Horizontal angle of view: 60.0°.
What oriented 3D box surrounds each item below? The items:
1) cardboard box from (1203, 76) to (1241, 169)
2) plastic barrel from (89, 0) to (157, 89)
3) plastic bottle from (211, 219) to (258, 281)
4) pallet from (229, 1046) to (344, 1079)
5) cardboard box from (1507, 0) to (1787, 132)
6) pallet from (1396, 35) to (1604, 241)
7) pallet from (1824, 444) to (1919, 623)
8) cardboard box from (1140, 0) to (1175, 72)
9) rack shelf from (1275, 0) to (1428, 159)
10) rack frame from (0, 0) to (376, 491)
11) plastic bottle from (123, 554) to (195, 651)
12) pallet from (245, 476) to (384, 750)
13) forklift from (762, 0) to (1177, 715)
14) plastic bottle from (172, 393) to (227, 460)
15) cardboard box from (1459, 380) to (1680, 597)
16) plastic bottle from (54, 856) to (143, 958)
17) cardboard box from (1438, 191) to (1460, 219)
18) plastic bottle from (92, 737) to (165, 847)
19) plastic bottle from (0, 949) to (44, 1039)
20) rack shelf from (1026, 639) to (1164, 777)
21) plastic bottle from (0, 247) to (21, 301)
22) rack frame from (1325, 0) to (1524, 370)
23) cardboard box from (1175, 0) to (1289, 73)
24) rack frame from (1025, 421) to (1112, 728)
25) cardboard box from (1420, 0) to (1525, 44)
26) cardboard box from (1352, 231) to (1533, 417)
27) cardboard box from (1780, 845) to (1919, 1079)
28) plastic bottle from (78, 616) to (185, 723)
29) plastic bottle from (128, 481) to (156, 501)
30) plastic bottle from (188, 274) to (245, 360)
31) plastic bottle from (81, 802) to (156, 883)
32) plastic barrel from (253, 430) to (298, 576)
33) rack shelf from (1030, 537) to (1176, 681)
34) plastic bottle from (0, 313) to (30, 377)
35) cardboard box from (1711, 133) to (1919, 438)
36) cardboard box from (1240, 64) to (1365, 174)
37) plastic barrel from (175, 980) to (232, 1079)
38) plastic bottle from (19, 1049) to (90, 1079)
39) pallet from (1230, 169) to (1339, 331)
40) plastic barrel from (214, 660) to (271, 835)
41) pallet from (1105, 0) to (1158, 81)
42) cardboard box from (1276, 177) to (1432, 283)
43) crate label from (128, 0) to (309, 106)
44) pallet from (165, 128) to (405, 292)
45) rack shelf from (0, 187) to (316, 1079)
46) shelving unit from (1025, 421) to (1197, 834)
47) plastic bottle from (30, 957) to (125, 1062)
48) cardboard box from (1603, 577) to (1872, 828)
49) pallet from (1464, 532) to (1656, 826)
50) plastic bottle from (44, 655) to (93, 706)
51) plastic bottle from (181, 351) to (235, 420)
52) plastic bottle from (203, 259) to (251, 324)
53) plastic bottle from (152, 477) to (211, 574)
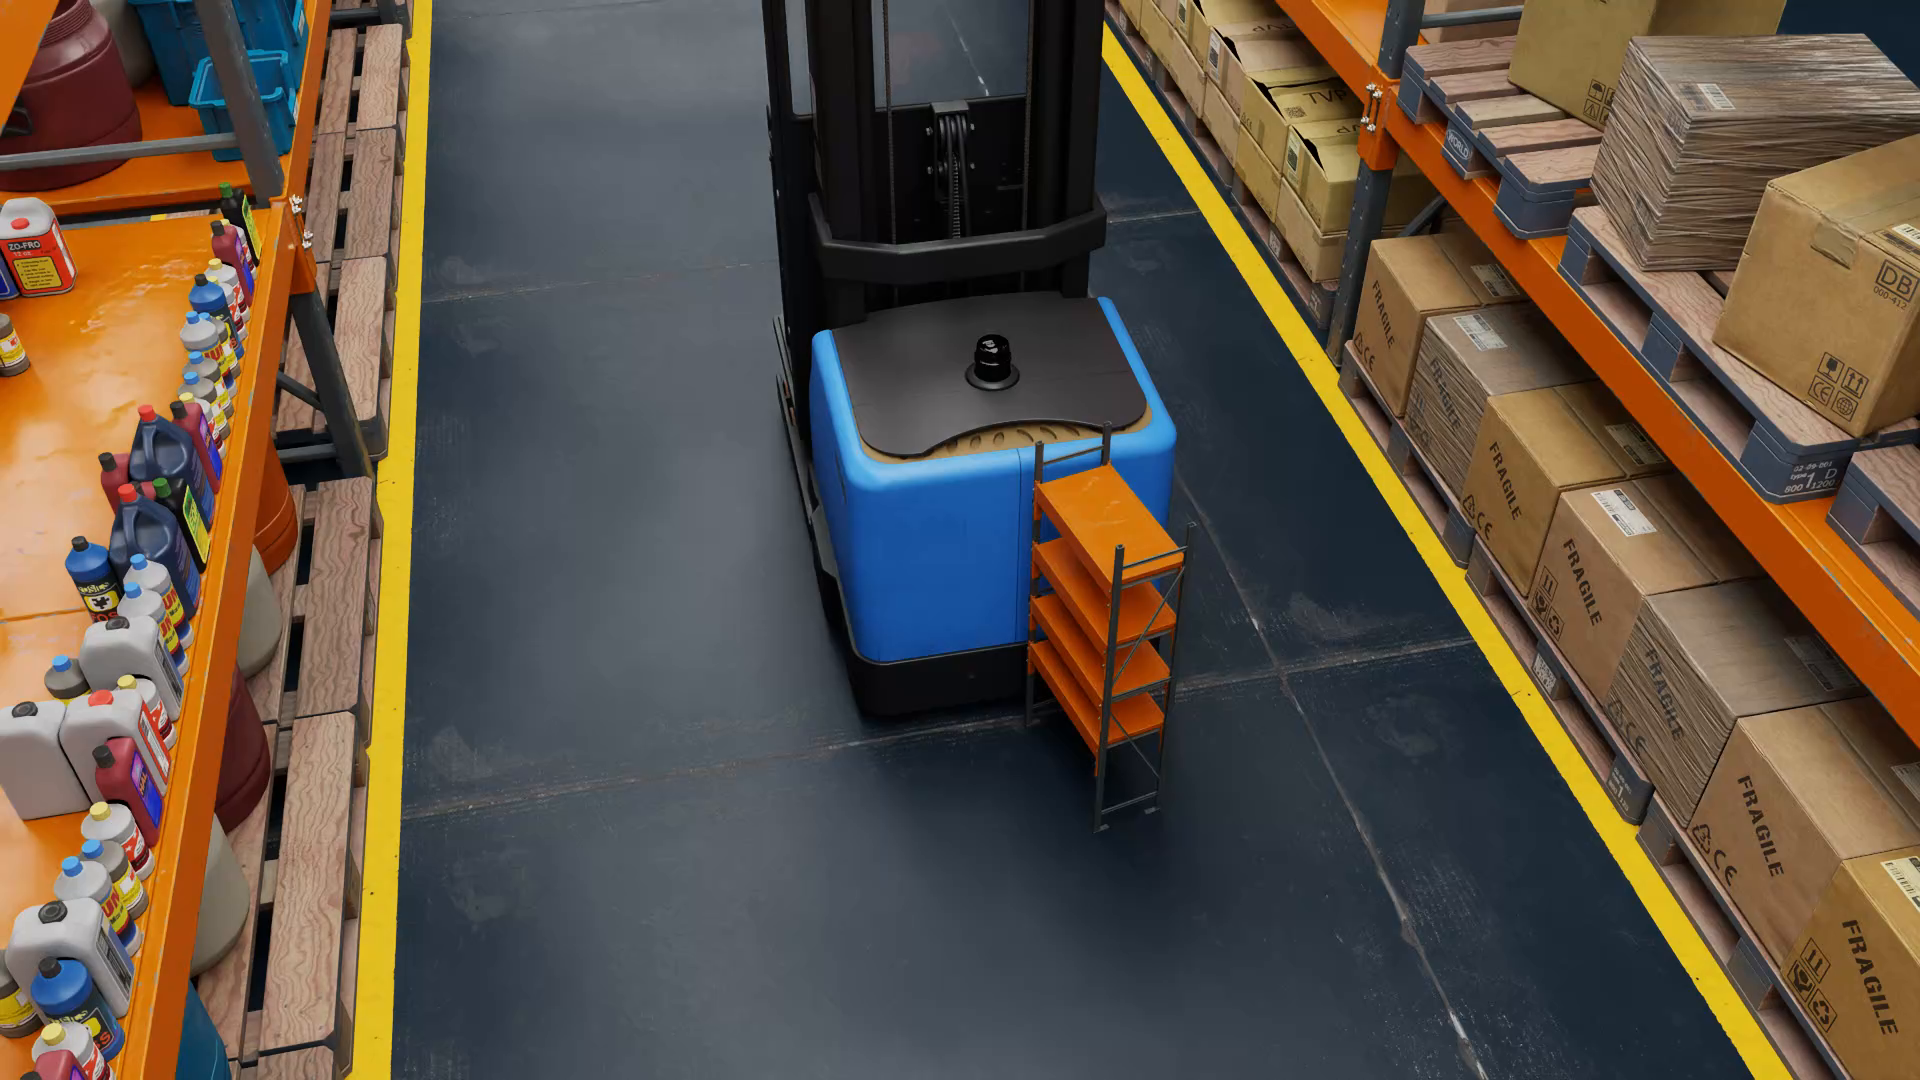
[{"bbox_3d":[1.501,-2.052,8.058,0.500,0.250,0.500,-7,42,-8],"label":"cardboard box"},{"bbox_3d":[-3.195,-1.928,6.078,0.421,0.512,0.421,0,42,0],"label":"plastic barrel"},{"bbox_3d":[-2.253,-0.897,5.151,0.097,0.201,0.097,0,42,0],"label":"plastic bottle"},{"bbox_3d":[-2.027,1.879,3.974,1.003,0.211,1.213,-8,42,-9],"label":"pallet"},{"bbox_3d":[2.319,-1.760,5.581,0.700,0.500,0.500,-22,46,-23],"label":"cardboard box"},{"bbox_3d":[2.288,-1.456,5.776,1.213,0.211,1.003,-8,42,-9],"label":"pallet"},{"bbox_3d":[2.871,0.173,3.940,1.003,0.211,1.213,-8,42,-9],"label":"pallet"},{"bbox_3d":[1.278,-2.715,8.804,0.500,0.250,0.500,-10,42,-11],"label":"cardboard box"},{"bbox_3d":[1.641,-2.985,7.895,1.077,0.370,4.000,-8,42,-9],"label":"rack shelf"},{"bbox_3d":[-2.764,-1.250,5.399,1.000,3.000,0.127,-8,42,-9],"label":"rack frame"},{"bbox_3d":[-1.898,0.143,3.926,0.097,0.271,0.097,0,42,0],"label":"plastic bottle"},{"bbox_3d":[-2.554,0.298,5.756,1.003,0.211,1.213,-8,42,-9],"label":"pallet"},{"bbox_3d":[-0.131,-1.505,5.738,1.130,2.935,3.031,-8,42,-9],"label":"forklift"},{"bbox_3d":[-2.057,-0.306,4.485,0.097,0.201,0.097,0,42,0],"label":"plastic bottle"},{"bbox_3d":[2.114,-0.187,5.753,0.500,0.500,0.500,-9,42,-10],"label":"cardboard box"},{"bbox_3d":[-1.706,0.720,3.276,0.097,0.271,0.097,0,42,0],"label":"plastic bottle"},{"bbox_3d":[2.247,-1.678,7.213,0.500,0.311,0.500,-7,42,-8],"label":"cardboard box"},{"bbox_3d":[-1.755,0.512,3.502,0.061,0.283,0.133,-8,42,-9],"label":"plastic bottle"},{"bbox_3d":[-1.826,0.855,3.177,0.097,0.201,0.097,0,42,0],"label":"plastic bottle"},{"bbox_3d":[0.427,0.487,5.198,0.258,0.148,0.480,-16,44,-18],"label":"rack shelf"},{"bbox_3d":[-2.987,-0.877,5.072,0.152,0.276,0.135,-8,42,-9],"label":"plastic bottle"},{"bbox_3d":[2.073,-1.958,6.196,1.000,3.000,0.127,-8,42,-9],"label":"rack frame"},{"bbox_3d":[1.389,-2.589,8.239,0.500,0.311,0.500,-7,42,-8],"label":"cardboard box"},{"bbox_3d":[0.328,0.140,5.189,0.240,1.200,0.015,-16,44,-18],"label":"rack frame"},{"bbox_3d":[2.037,-2.166,6.498,0.500,0.311,0.500,-6,42,-7],"label":"cardboard box"},{"bbox_3d":[1.892,-0.851,6.501,0.500,0.500,0.500,-7,42,-7],"label":"cardboard box"},{"bbox_3d":[2.550,1.127,4.273,0.500,0.500,0.500,-9,42,-10],"label":"cardboard box"},{"bbox_3d":[-1.879,0.284,3.764,0.152,0.276,0.135,-8,42,-9],"label":"plastic bottle"},{"bbox_3d":[-2.005,-0.050,4.134,0.061,0.283,0.133,-8,42,-9],"label":"plastic bottle"},{"bbox_3d":[-2.162,-0.648,4.817,0.097,0.271,0.097,0,42,0],"label":"plastic bottle"},{"bbox_3d":[-1.748,0.620,3.442,0.097,0.201,0.097,0,42,0],"label":"plastic bottle"},{"bbox_3d":[-2.642,-0.281,5.625,0.600,0.830,0.708,-8,42,-9],"label":"plastic barrel"},{"bbox_3d":[0.427,0.171,4.918,0.258,0.148,0.480,-16,44,-18],"label":"rack shelf"},{"bbox_3d":[-2.769,-0.579,4.793,0.097,0.201,0.097,0,42,0],"label":"plastic bottle"},{"bbox_3d":[2.495,-0.696,4.382,0.700,0.500,0.500,-19,45,-20],"label":"cardboard box"},{"bbox_3d":[1.601,-1.936,7.504,0.500,0.311,0.500,-9,42,-10],"label":"cardboard box"},{"bbox_3d":[-2.155,1.156,3.952,0.600,0.901,0.708,-8,42,-9],"label":"plastic barrel"},{"bbox_3d":[-1.592,1.001,2.951,0.061,0.283,0.133,-8,42,-9],"label":"plastic bottle"},{"bbox_3d":[1.933,-1.454,7.729,1.003,0.211,1.213,-8,42,-9],"label":"pallet"},{"bbox_3d":[-2.398,0.541,4.881,0.600,0.588,0.708,-8,42,-9],"label":"plastic barrel"},{"bbox_3d":[1.407,-3.036,9.511,1.003,0.211,1.213,-8,42,-9],"label":"pallet"},{"bbox_3d":[1.721,-1.392,7.314,0.500,0.250,0.500,-7,42,-8],"label":"cardboard box"},{"bbox_3d":[-2.715,-1.946,6.156,0.502,0.435,0.616,-8,42,-9],"label":"crate label"},{"bbox_3d":[-3.154,-1.504,7.786,1.003,0.211,1.213,-8,42,-9],"label":"pallet"},{"bbox_3d":[-2.333,0.315,4.177,1.077,0.370,4.000,-8,42,-9],"label":"rack shelf"},{"bbox_3d":[0.427,0.288,5.022,0.258,1.200,0.503,-16,44,-18],"label":"shelving unit"},{"bbox_3d":[-1.656,0.870,3.107,0.097,0.271,0.097,0,42,0],"label":"plastic bottle"},{"bbox_3d":[2.344,0.480,5.001,0.500,0.500,0.500,-8,42,-9],"label":"cardboard box"},{"bbox_3d":[2.457,0.364,5.681,1.003,0.211,1.213,-8,42,-9],"label":"pallet"},{"bbox_3d":[-1.997,0.342,3.755,0.097,0.201,0.097,0,42,0],"label":"plastic bottle"},{"bbox_3d":[-2.099,-0.432,4.627,0.097,0.201,0.097,0,42,0],"label":"plastic bottle"},{"bbox_3d":[-2.204,-0.748,4.983,0.097,0.201,0.097,0,42,0],"label":"plastic bottle"},{"bbox_3d":[-1.945,-0.058,4.144,0.061,0.283,0.133,-8,42,-9],"label":"plastic bottle"}]
